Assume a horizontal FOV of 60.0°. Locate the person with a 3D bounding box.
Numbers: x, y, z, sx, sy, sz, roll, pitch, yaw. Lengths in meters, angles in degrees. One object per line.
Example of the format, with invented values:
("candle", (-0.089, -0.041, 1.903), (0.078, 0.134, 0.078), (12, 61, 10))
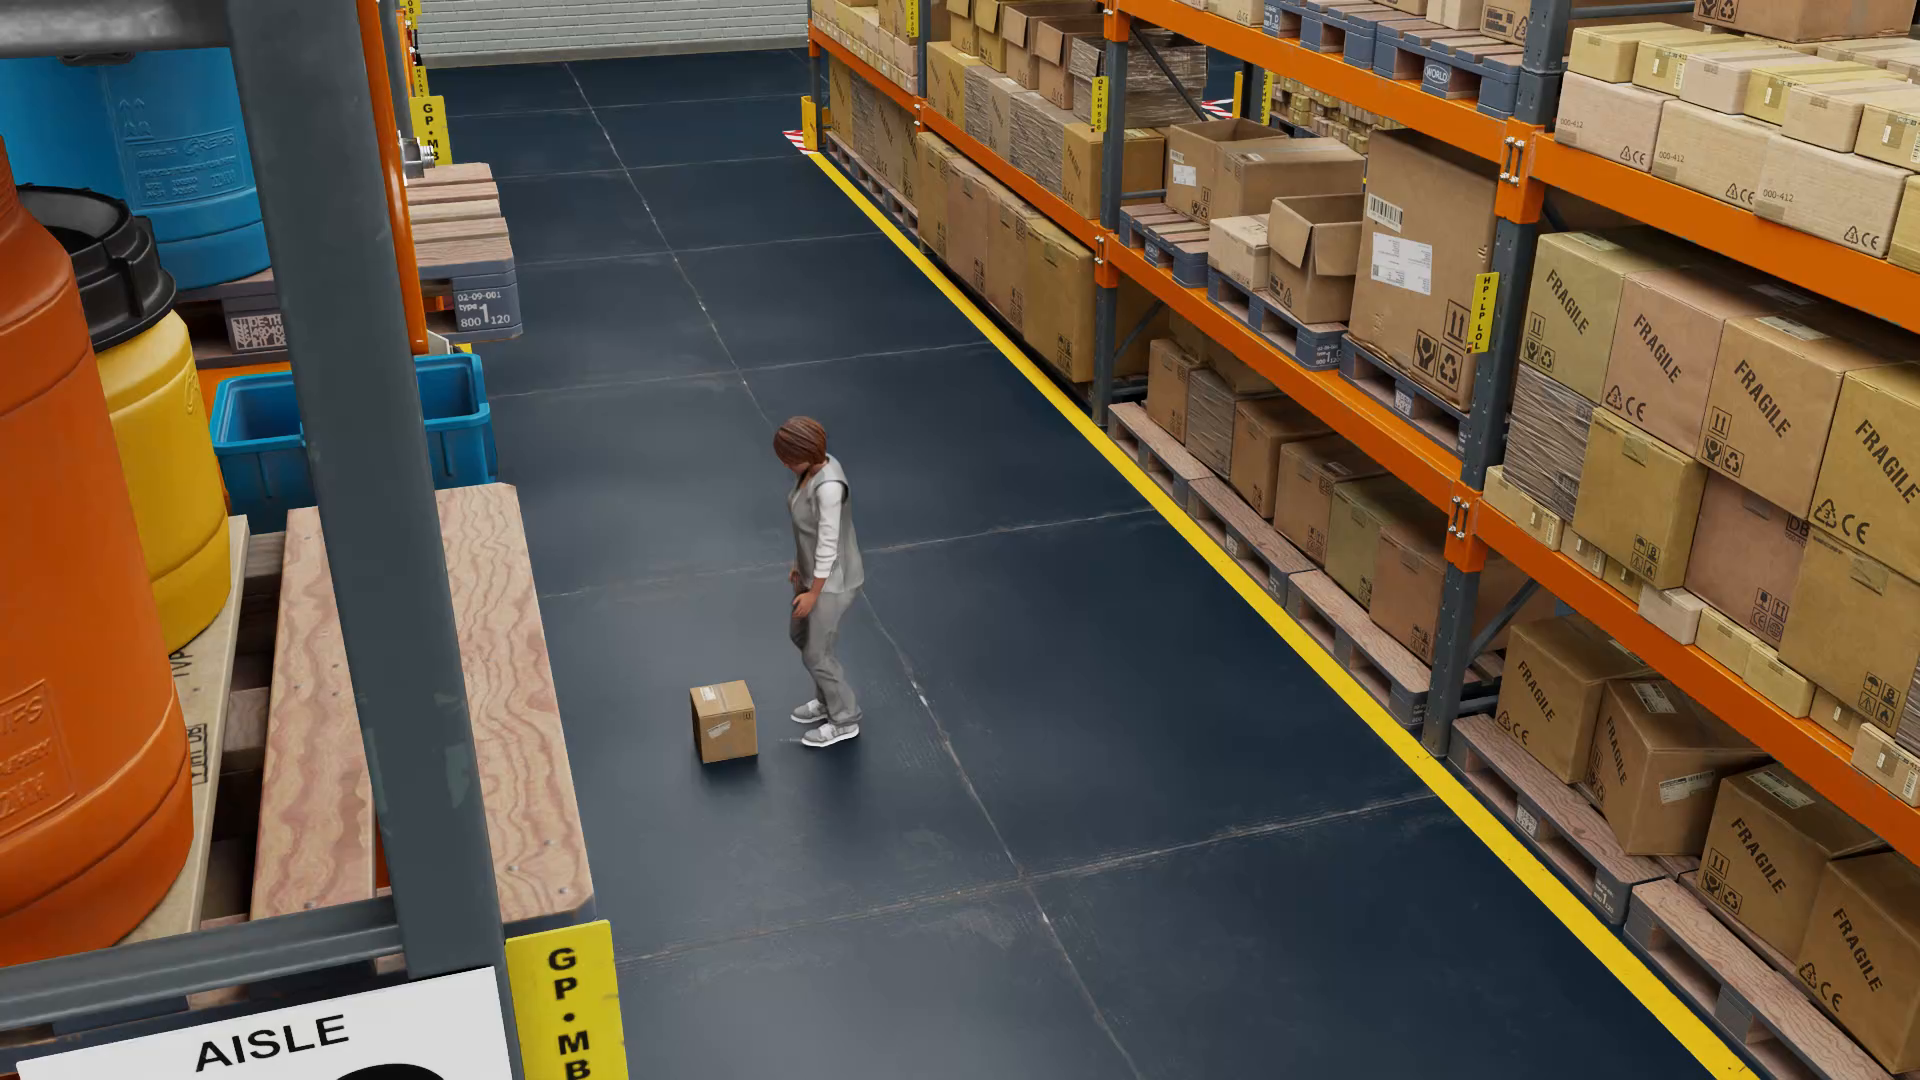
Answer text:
("person", (-0.604, 0.184, 7.307), (0.368, 1.568, 0.423), (-8, 28, -15))
